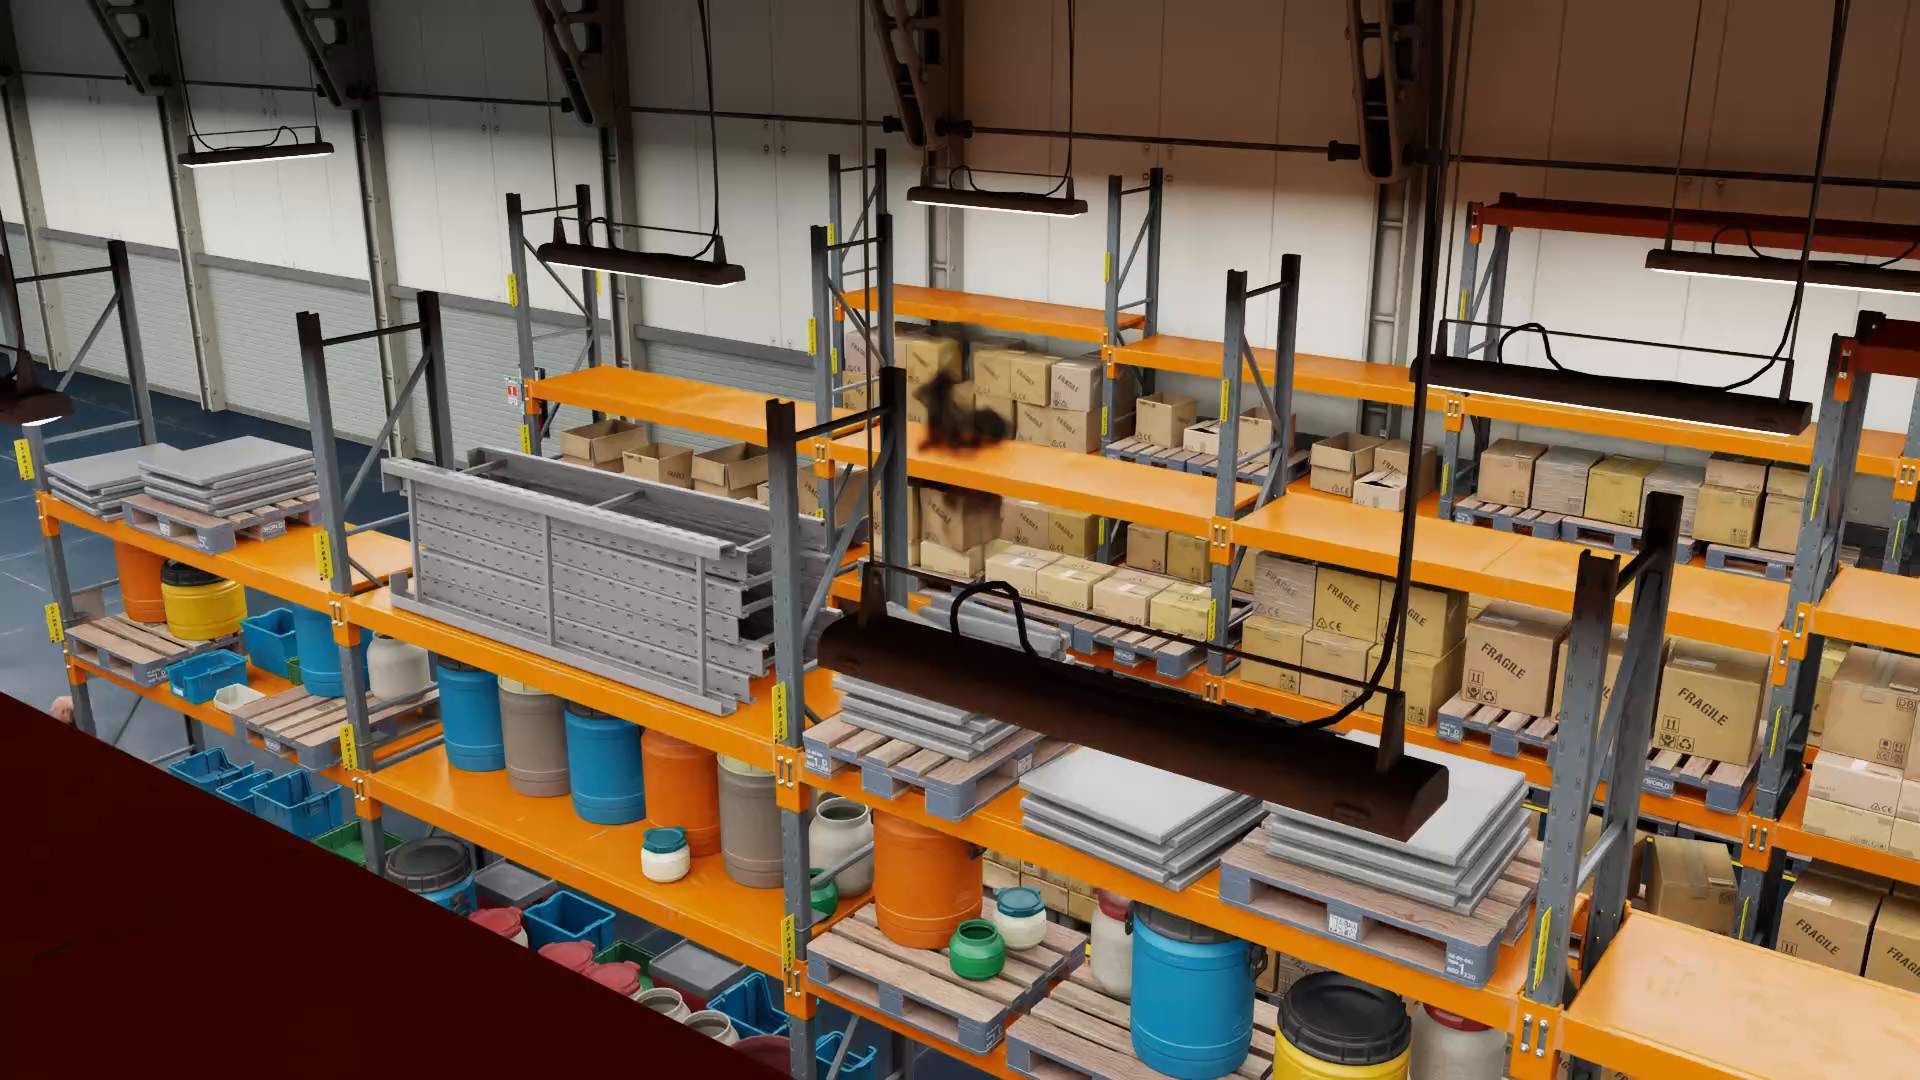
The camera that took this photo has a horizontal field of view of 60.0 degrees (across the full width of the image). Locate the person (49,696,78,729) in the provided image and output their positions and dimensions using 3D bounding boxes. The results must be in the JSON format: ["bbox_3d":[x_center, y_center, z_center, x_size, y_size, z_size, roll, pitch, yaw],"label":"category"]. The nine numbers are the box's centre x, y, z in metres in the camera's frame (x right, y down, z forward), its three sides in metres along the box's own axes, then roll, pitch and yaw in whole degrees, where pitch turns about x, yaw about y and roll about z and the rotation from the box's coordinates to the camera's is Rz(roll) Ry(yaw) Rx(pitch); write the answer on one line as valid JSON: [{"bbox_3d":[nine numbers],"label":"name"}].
[{"bbox_3d":[-8.311,2.265,15.711,0.695,1.747,0.709,-5,19,-13],"label":"person"}]
